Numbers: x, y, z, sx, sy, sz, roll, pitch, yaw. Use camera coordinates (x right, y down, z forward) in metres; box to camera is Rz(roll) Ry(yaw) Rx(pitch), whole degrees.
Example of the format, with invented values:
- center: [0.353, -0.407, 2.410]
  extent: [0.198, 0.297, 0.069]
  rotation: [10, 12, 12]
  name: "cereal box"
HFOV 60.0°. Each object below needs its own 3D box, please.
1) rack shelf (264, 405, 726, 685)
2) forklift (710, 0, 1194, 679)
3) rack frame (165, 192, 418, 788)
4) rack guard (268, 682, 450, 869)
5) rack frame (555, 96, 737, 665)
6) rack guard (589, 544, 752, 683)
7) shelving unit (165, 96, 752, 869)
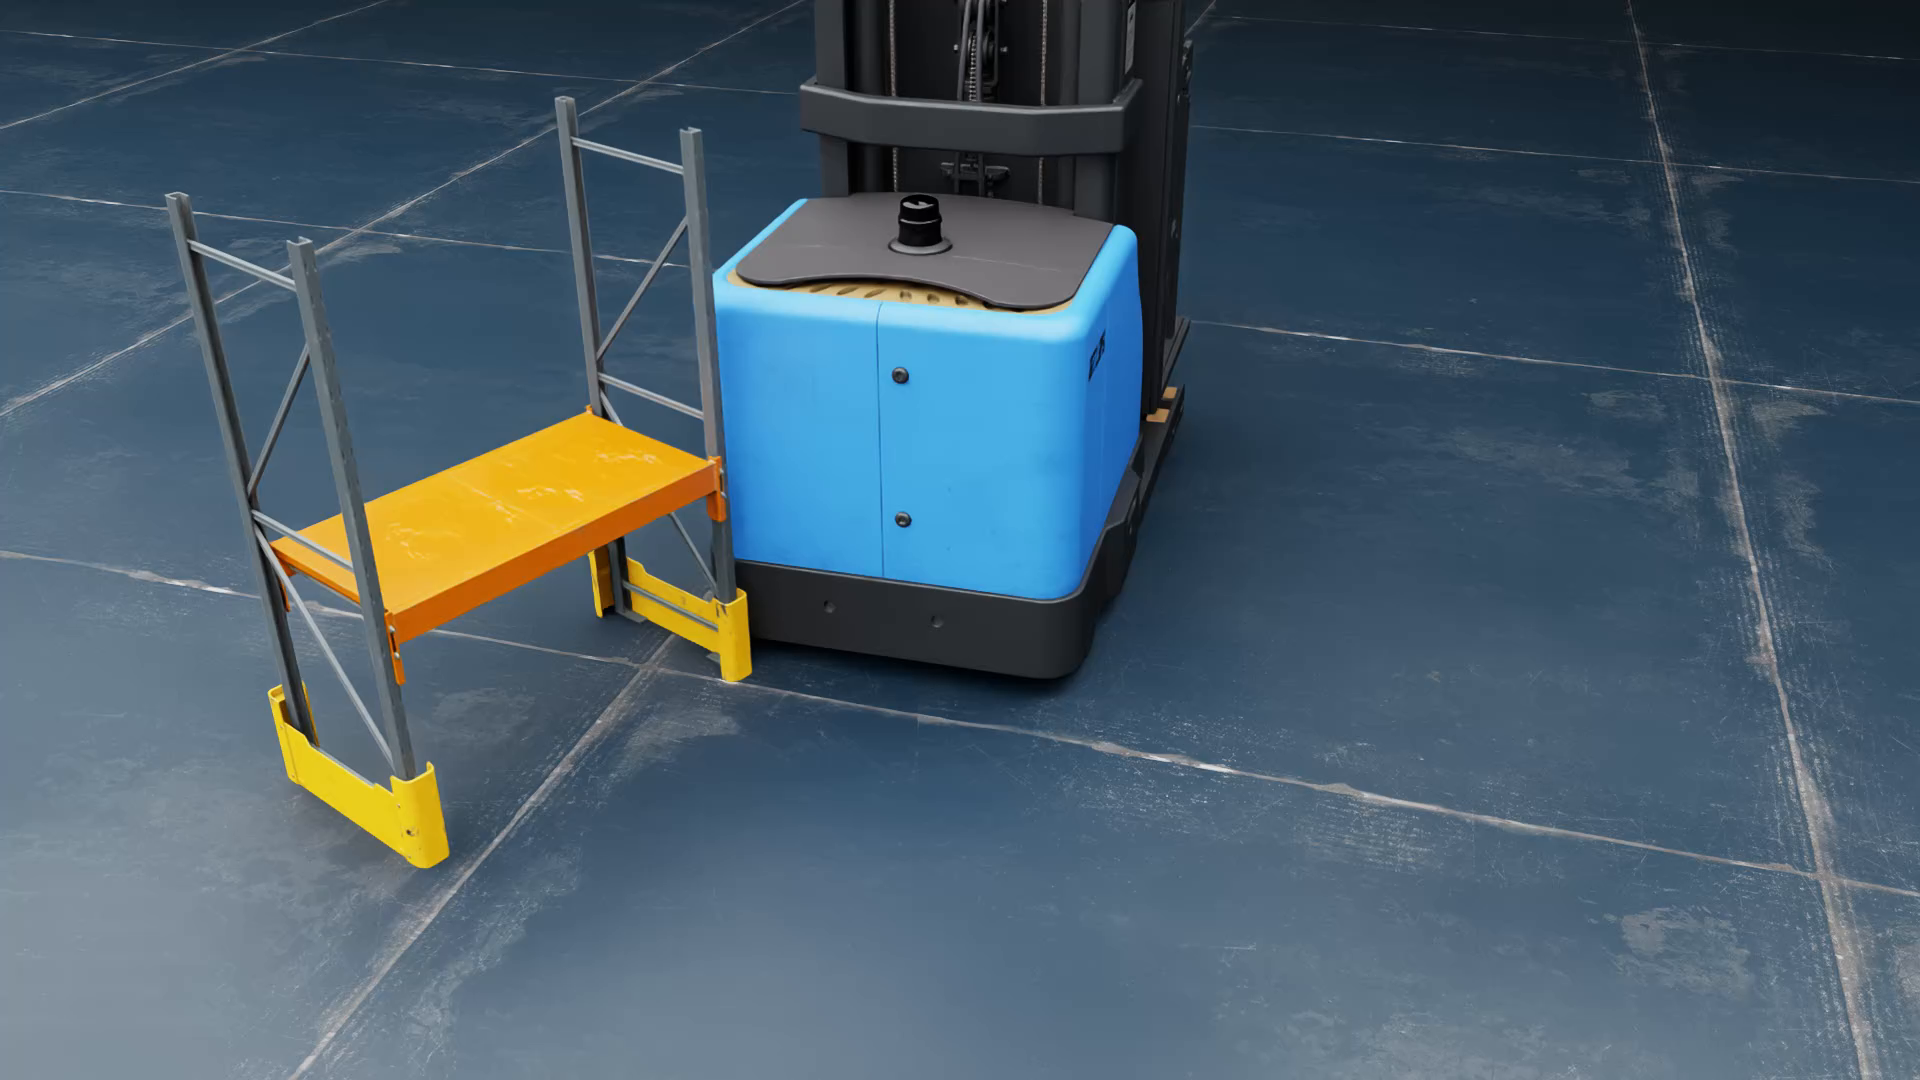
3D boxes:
- center: [-1.127, -0.024, 4.121]
  extent: [0.538, 0.185, 1.000]
  rotation: [22, 36, 33]
  name: "rack shelf"
- center: [0.180, -1.612, 5.133]
  extent: [1.130, 2.935, 3.031]
  rotation: [7, 30, 13]
  name: "forklift"
- center: [-1.448, 0.010, 3.689]
  extent: [0.500, 1.500, 0.032]
  rotation: [22, 36, 33]
  name: "rack frame"
- center: [-1.447, 0.556, 3.993]
  extent: [0.587, 0.250, 0.087]
  rotation: [22, 36, 33]
  name: "rack guard"
- center: [-0.807, -0.373, 4.378]
  extent: [0.500, 1.500, 0.032]
  rotation: [22, 36, 33]
  name: "rack frame"
- center: [-0.819, 0.180, 4.669]
  extent: [0.587, 0.250, 0.087]
  rotation: [22, 36, 33]
  name: "rack guard"
- center: [-1.133, -0.178, 4.027]
  extent: [0.587, 1.500, 1.083]
  rotation: [22, 36, 33]
  name: "shelving unit"
